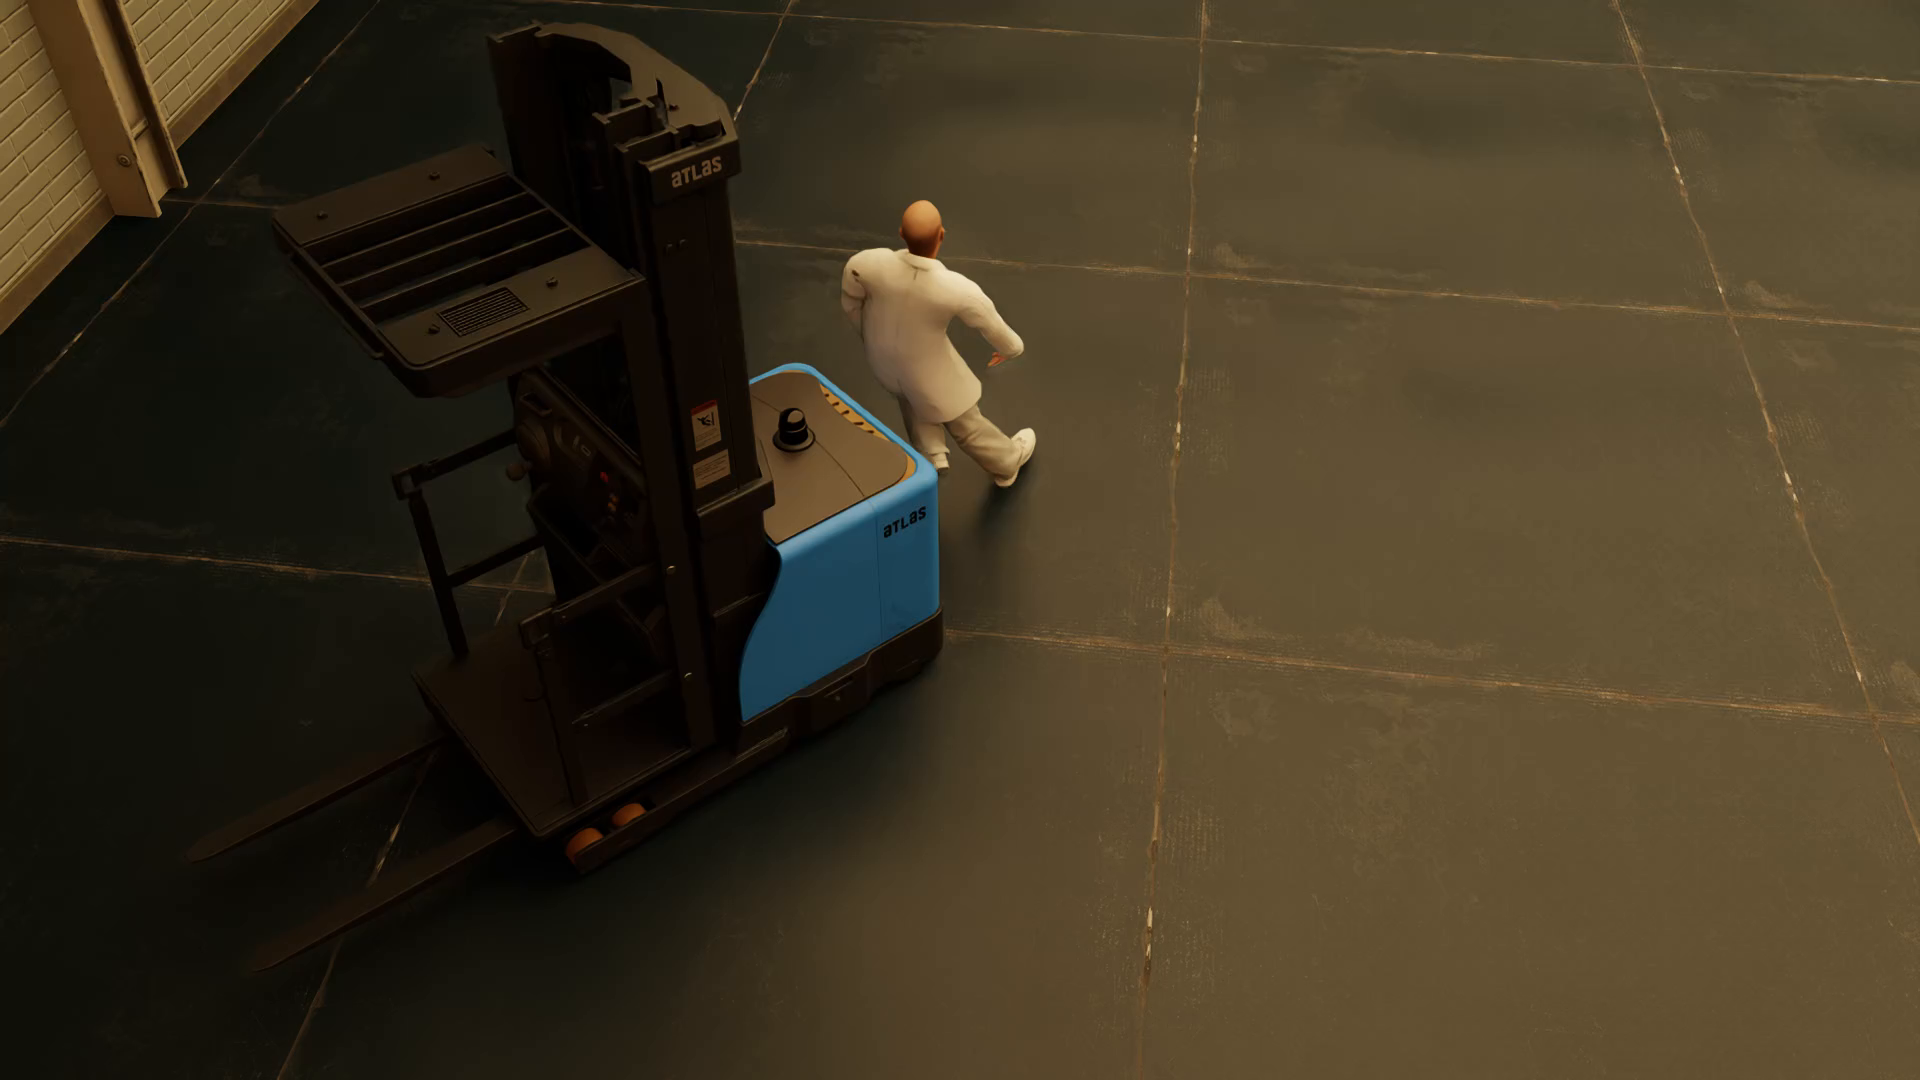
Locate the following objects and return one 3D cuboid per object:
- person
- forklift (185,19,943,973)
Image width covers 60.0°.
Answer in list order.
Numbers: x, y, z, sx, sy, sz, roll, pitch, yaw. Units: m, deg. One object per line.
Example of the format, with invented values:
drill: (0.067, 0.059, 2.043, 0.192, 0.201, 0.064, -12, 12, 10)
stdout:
person: (-0.081, -0.934, 7.671, 0.756, 1.668, 0.769, 15, 45, 16)
forklift: (-1.539, -0.199, 5.941, 3.031, 2.935, 1.130, -29, 50, -28)
